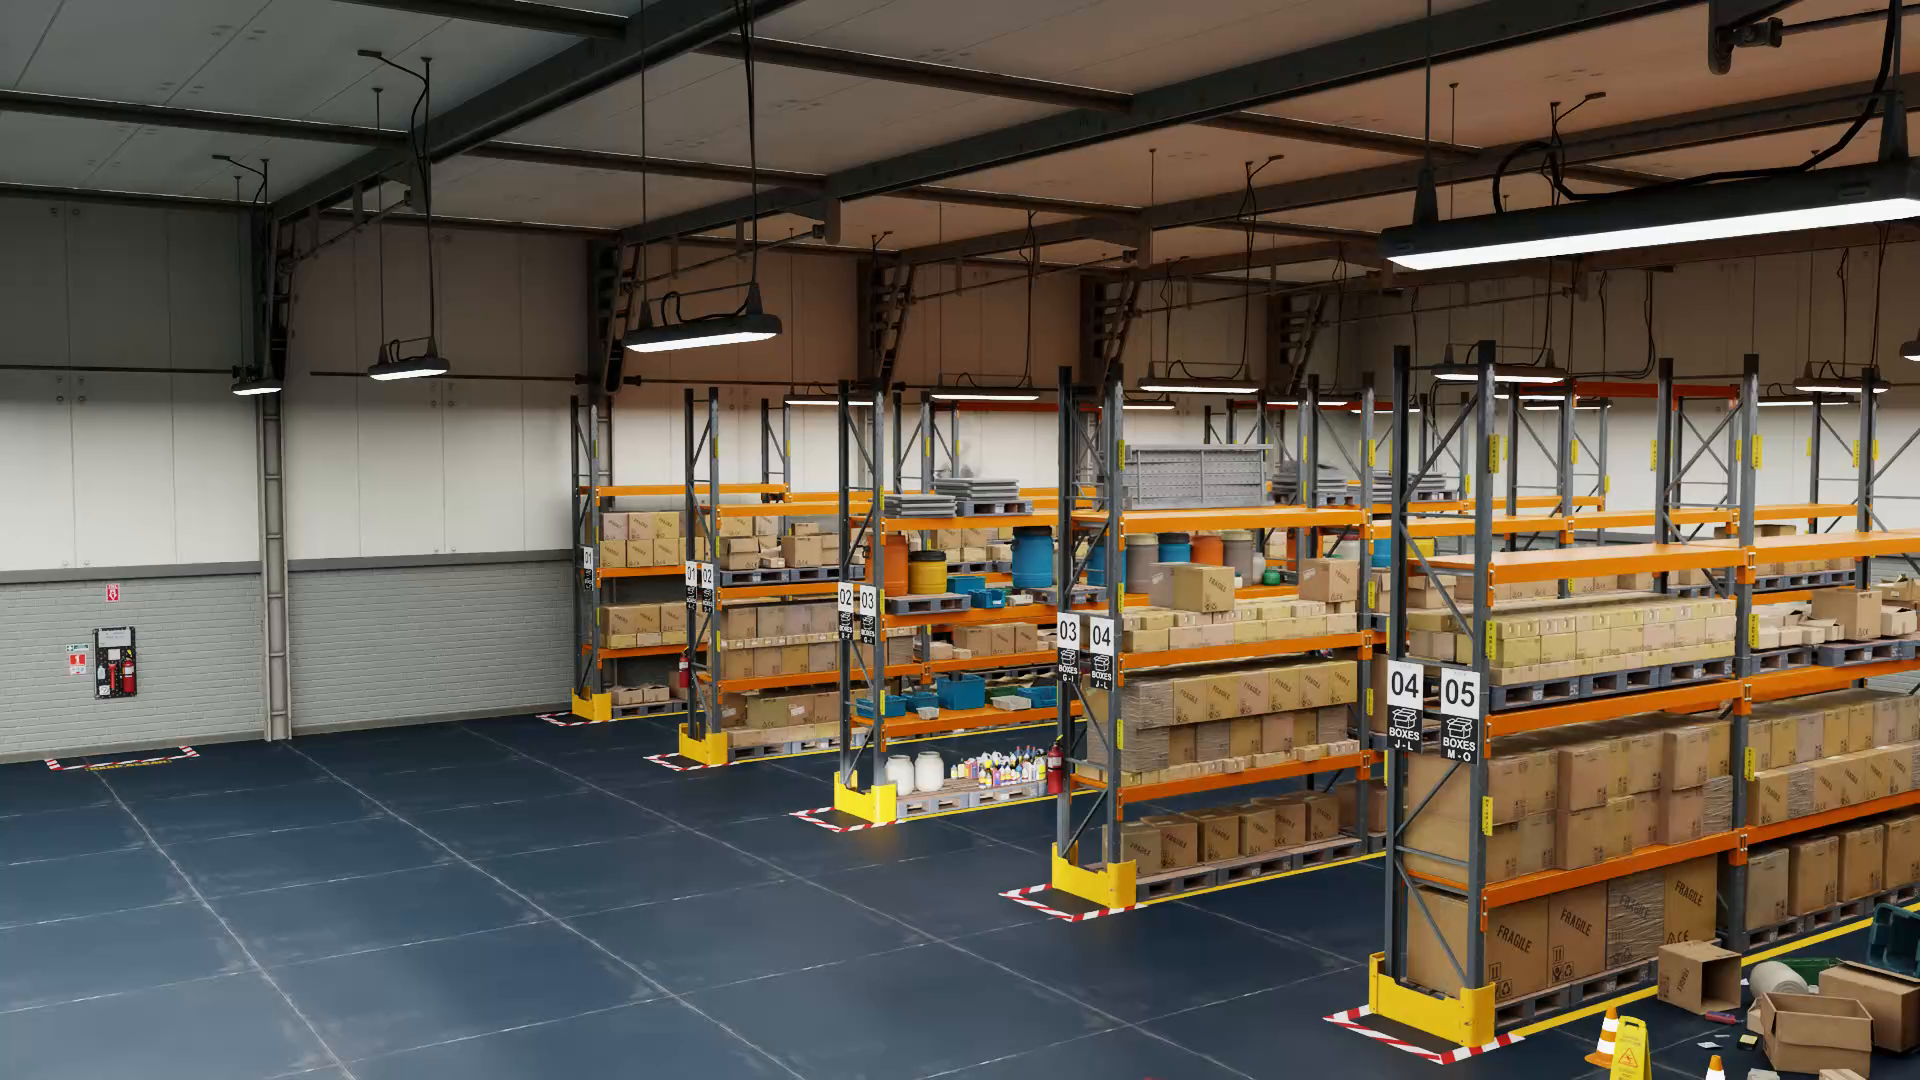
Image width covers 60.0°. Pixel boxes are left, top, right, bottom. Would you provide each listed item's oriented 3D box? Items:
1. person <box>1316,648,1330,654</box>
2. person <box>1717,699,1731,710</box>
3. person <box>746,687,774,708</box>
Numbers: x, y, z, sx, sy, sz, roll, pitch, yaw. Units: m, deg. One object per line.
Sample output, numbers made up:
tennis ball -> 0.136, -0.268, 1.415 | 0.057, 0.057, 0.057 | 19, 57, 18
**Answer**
person -> 6.713, 2.344, 31.858 | 0.870, 1.816, 0.636 | -3, 4, -40
person -> 10.472, 2.983, 22.803 | 0.849, 1.639, 0.607 | -3, 5, -41
person -> -3.474, 2.527, 29.302 | 0.761, 1.853, 0.633 | -3, 4, -39
